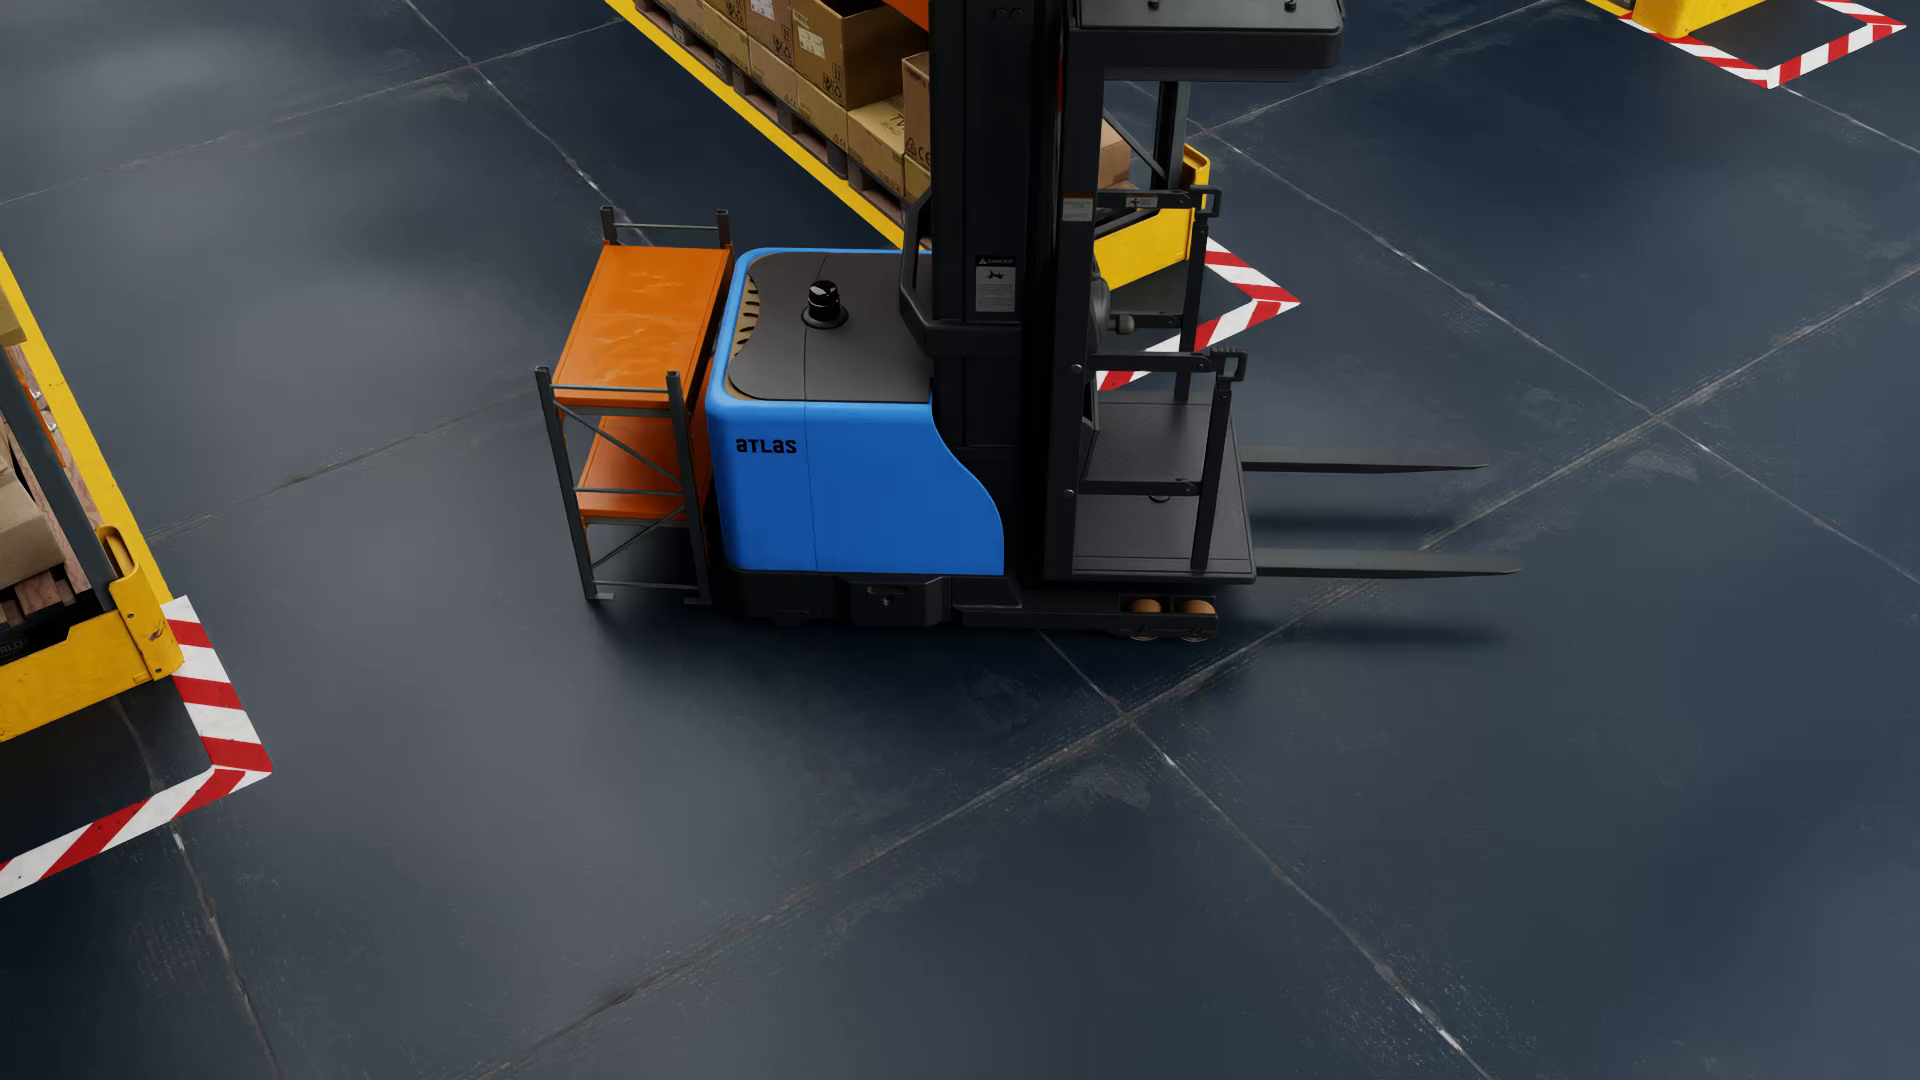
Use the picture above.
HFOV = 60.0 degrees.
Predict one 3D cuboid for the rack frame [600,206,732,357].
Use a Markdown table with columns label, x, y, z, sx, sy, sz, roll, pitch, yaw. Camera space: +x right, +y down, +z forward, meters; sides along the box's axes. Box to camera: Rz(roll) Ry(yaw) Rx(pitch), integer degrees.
| label | x | y | z | sx | sy | sz | roll | pitch | yaw |
| --- | --- | --- | --- | --- | --- | --- | --- | --- | --- |
| rack frame | -1.150 | -0.876 | 6.853 | 0.500 | 1.125 | 0.032 | 3 | 44 | 3 |

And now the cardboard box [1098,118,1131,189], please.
| label | x | y | z | sx | sy | sz | roll | pitch | yaw |
| --- | --- | --- | --- | --- | --- | --- | --- | --- | --- |
| cardboard box | 0.501 | -1.940 | 8.297 | 0.500 | 0.250 | 0.500 | -26 | 49 | -24 |

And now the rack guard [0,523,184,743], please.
| label | x | y | z | sx | sy | sz | roll | pitch | yaw |
| --- | --- | --- | --- | --- | --- | --- | --- | --- | --- |
| rack guard | -3.479 | 0.429 | 5.939 | 1.175 | 0.500 | 0.348 | -26 | 49 | -24 |

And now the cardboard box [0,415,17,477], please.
| label | x | y | z | sx | sy | sz | roll | pitch | yaw |
| --- | --- | --- | --- | --- | --- | --- | --- | --- | --- |
| cardboard box | -4.084 | -0.369 | 6.593 | 0.500 | 0.311 | 0.500 | -22 | 48 | -21 |

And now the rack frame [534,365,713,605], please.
| label | x | y | z | sx | sy | sz | roll | pitch | yaw |
| --- | --- | --- | --- | --- | --- | --- | --- | --- | --- |
| rack frame | -1.217 | -0.176 | 6.119 | 0.500 | 1.125 | 0.032 | 3 | 44 | 3 |

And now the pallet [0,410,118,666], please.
| label | x | y | z | sx | sy | sz | roll | pitch | yaw |
| --- | --- | --- | --- | --- | --- | --- | --- | --- | --- |
| pallet | -3.915 | 0.059 | 6.535 | 1.003 | 0.211 | 1.213 | -26 | 49 | -24 |

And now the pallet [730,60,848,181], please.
| label | x | y | z | sx | sy | sz | roll | pitch | yaw |
| --- | --- | --- | --- | --- | --- | --- | --- | --- | --- |
| pallet | -0.541 | -2.490 | 9.205 | 1.003 | 0.211 | 1.213 | -26 | 49 | -24 |

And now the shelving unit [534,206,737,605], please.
| label | x | y | z | sx | sy | sz | roll | pitch | yaw |
| --- | --- | --- | --- | --- | --- | --- | --- | --- | --- |
| shelving unit | -1.183 | -0.526 | 6.486 | 0.538 | 1.125 | 1.048 | 3 | 44 | 3 |

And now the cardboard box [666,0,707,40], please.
| label | x | y | z | sx | sy | sz | roll | pitch | yaw |
| --- | --- | --- | --- | --- | --- | --- | --- | --- | --- |
| cardboard box | -1.365 | -3.147 | 9.561 | 0.500 | 0.250 | 0.500 | -26 | 49 | -24 |

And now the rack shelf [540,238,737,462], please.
| label | x | y | z | sx | sy | sz | roll | pitch | yaw |
| --- | --- | --- | --- | --- | --- | --- | --- | --- | --- |
| rack shelf | -1.184 | -0.738 | 6.284 | 0.538 | 0.278 | 1.000 | 3 | 44 | 3 |

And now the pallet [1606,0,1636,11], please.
| label | x | y | z | sx | sy | sz | roll | pitch | yaw |
| --- | --- | --- | --- | --- | --- | --- | --- | --- | --- |
| pallet | 4.147 | -3.824 | 10.603 | 1.003 | 0.211 | 1.213 | -26 | 49 | -24 |

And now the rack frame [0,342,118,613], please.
| label | x | y | z | sx | sy | sz | roll | pitch | yaw |
| --- | --- | --- | --- | --- | --- | --- | --- | --- | --- |
| rack frame | -3.436 | -0.432 | 5.031 | 1.000 | 3.000 | 0.127 | -26 | 49 | -24 |

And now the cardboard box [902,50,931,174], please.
| label | x | y | z | sx | sy | sz | roll | pitch | yaw |
| --- | --- | --- | --- | --- | --- | --- | --- | --- | --- |
| cardboard box | 0.074 | -2.006 | 7.823 | 0.500 | 0.500 | 0.500 | -26 | 49 | -24 |

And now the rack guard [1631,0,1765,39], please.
| label | x | y | z | sx | sy | sz | roll | pitch | yaw |
| --- | --- | --- | --- | --- | --- | --- | --- | --- | --- |
| rack guard | 4.608 | -3.466 | 10.019 | 1.175 | 0.500 | 0.348 | -26 | 49 | -24 |

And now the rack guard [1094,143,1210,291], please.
| label | x | y | z | sx | sy | sz | roll | pitch | yaw |
| --- | --- | --- | --- | --- | --- | --- | --- | --- | --- |
| rack guard | 0.639 | -1.474 | 7.932 | 1.175 | 0.500 | 0.348 | -26 | 49 | -24 |

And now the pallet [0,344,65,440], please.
| label | x | y | z | sx | sy | sz | roll | pitch | yaw |
| --- | --- | --- | --- | --- | --- | --- | --- | --- | --- |
| pallet | -4.609 | -0.631 | 7.258 | 1.003 | 0.211 | 1.213 | -26 | 49 | -24 |

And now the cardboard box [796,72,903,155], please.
| label | x | y | z | sx | sy | sz | roll | pitch | yaw |
| --- | --- | --- | --- | --- | --- | --- | --- | --- | --- |
| cardboard box | -0.508 | -2.297 | 8.671 | 0.500 | 0.250 | 0.500 | -26 | 49 | -24 |

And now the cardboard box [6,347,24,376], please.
| label | x | y | z | sx | sy | sz | roll | pitch | yaw |
| --- | --- | --- | --- | --- | --- | --- | --- | --- | --- |
| cardboard box | -4.463 | -0.873 | 6.984 | 0.700 | 0.500 | 0.500 | -29 | 51 | -27 |

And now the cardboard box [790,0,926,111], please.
| label | x | y | z | sx | sy | sz | roll | pitch | yaw |
| --- | --- | --- | --- | --- | --- | --- | --- | --- | --- |
| cardboard box | -0.510 | -2.567 | 8.410 | 0.500 | 0.500 | 0.500 | -26 | 49 | -24 |

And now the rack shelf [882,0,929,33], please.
| label | x | y | z | sx | sy | sz | roll | pitch | yaw |
| --- | --- | --- | --- | --- | --- | --- | --- | --- | --- |
| rack shelf | -0.519 | -3.264 | 8.518 | 1.077 | 0.370 | 4.000 | -26 | 49 | -24 |

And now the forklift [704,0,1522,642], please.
| label | x | y | z | sx | sy | sz | roll | pitch | yaw |
| --- | --- | --- | --- | --- | --- | --- | --- | --- | --- |
| forklift | 0.629 | -1.047 | 5.724 | 3.031 | 2.935 | 1.130 | 1 | 44 | 1 |

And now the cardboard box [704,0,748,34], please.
| label | x | y | z | sx | sy | sz | roll | pitch | yaw |
| --- | --- | --- | --- | --- | --- | --- | --- | --- | --- |
| cardboard box | -1.083 | -3.133 | 9.003 | 0.500 | 0.500 | 0.500 | -26 | 49 | -24 |

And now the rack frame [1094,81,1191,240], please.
| label | x | y | z | sx | sy | sz | roll | pitch | yaw |
| --- | --- | --- | --- | --- | --- | --- | --- | --- | --- |
| rack frame | 0.625 | -2.391 | 7.083 | 1.000 | 3.000 | 0.127 | -26 | 49 | -24 |

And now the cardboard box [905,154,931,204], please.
| label | x | y | z | sx | sy | sz | roll | pitch | yaw |
| --- | --- | --- | --- | --- | --- | --- | --- | --- | --- |
| cardboard box | 0.076 | -1.736 | 8.083 | 0.500 | 0.250 | 0.500 | -26 | 49 | -24 |

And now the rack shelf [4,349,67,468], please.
| label | x | y | z | sx | sy | sz | roll | pitch | yaw |
| --- | --- | --- | --- | --- | --- | --- | --- | --- | --- |
| rack shelf | -4.580 | -1.305 | 6.466 | 1.077 | 0.370 | 4.000 | -26 | 49 | -24 |

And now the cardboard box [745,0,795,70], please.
| label | x | y | z | sx | sy | sz | roll | pitch | yaw |
| --- | --- | --- | --- | --- | --- | --- | --- | --- | --- |
| cardboard box | -0.795 | -2.850 | 8.708 | 0.500 | 0.500 | 0.500 | -26 | 49 | -24 |

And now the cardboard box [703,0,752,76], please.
| label | x | y | z | sx | sy | sz | roll | pitch | yaw |
| --- | --- | --- | --- | --- | --- | --- | --- | --- | --- |
| cardboard box | -1.083 | -2.861 | 9.262 | 0.500 | 0.250 | 0.500 | -26 | 49 | -24 |

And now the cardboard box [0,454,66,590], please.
| label | x | y | z | sx | sy | sz | roll | pitch | yaw |
| --- | --- | --- | --- | --- | --- | --- | --- | --- | --- |
| cardboard box | -3.758 | -0.046 | 6.255 | 0.500 | 0.311 | 0.500 | -31 | 52 | -29 |

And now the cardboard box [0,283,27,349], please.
| label | x | y | z | sx | sy | sz | roll | pitch | yaw |
| --- | --- | --- | --- | --- | --- | --- | --- | --- | --- |
| cardboard box | -3.455 | -0.787 | 5.496 | 0.500 | 0.250 | 0.500 | -27 | 50 | -26 |

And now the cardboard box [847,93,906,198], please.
| label | x | y | z | sx | sy | sz | roll | pitch | yaw |
| --- | --- | --- | --- | --- | --- | --- | --- | --- | --- |
| cardboard box | -0.220 | -2.014 | 8.375 | 0.500 | 0.250 | 0.500 | -26 | 49 | -24 |

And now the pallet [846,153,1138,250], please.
| label | x | y | z | sx | sy | sz | roll | pitch | yaw |
| --- | --- | --- | --- | --- | --- | --- | --- | --- | --- |
| pallet | 0.153 | -1.799 | 8.482 | 1.003 | 0.211 | 1.213 | -26 | 49 | -24 |

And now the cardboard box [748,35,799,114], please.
| label | x | y | z | sx | sy | sz | roll | pitch | yaw |
| --- | --- | --- | --- | --- | --- | --- | --- | --- | --- |
| cardboard box | -0.792 | -2.581 | 8.968 | 0.500 | 0.250 | 0.500 | -26 | 49 | -24 |

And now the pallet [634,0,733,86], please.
| label | x | y | z | sx | sy | sz | roll | pitch | yaw |
| --- | --- | --- | --- | --- | --- | --- | --- | --- | --- |
| pallet | -1.243 | -3.181 | 9.929 | 1.003 | 0.211 | 1.213 | -26 | 49 | -24 |

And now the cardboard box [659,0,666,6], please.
| label | x | y | z | sx | sy | sz | roll | pitch | yaw |
| --- | --- | --- | --- | --- | --- | --- | --- | --- | --- |
| cardboard box | -1.647 | -3.432 | 9.860 | 0.500 | 0.250 | 0.500 | -26 | 49 | -24 |

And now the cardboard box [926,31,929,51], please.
| label | x | y | z | sx | sy | sz | roll | pitch | yaw |
| --- | --- | --- | --- | --- | --- | --- | --- | --- | --- |
| cardboard box | -0.084 | -2.772 | 8.626 | 0.500 | 0.500 | 0.500 | -26 | 49 | -24 |

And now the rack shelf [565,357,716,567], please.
| label | x | y | z | sx | sy | sz | roll | pitch | yaw |
| --- | --- | --- | --- | --- | --- | --- | --- | --- | --- |
| rack shelf | -1.183 | -0.349 | 6.654 | 0.538 | 0.278 | 1.000 | 3 | 44 | 3 |
